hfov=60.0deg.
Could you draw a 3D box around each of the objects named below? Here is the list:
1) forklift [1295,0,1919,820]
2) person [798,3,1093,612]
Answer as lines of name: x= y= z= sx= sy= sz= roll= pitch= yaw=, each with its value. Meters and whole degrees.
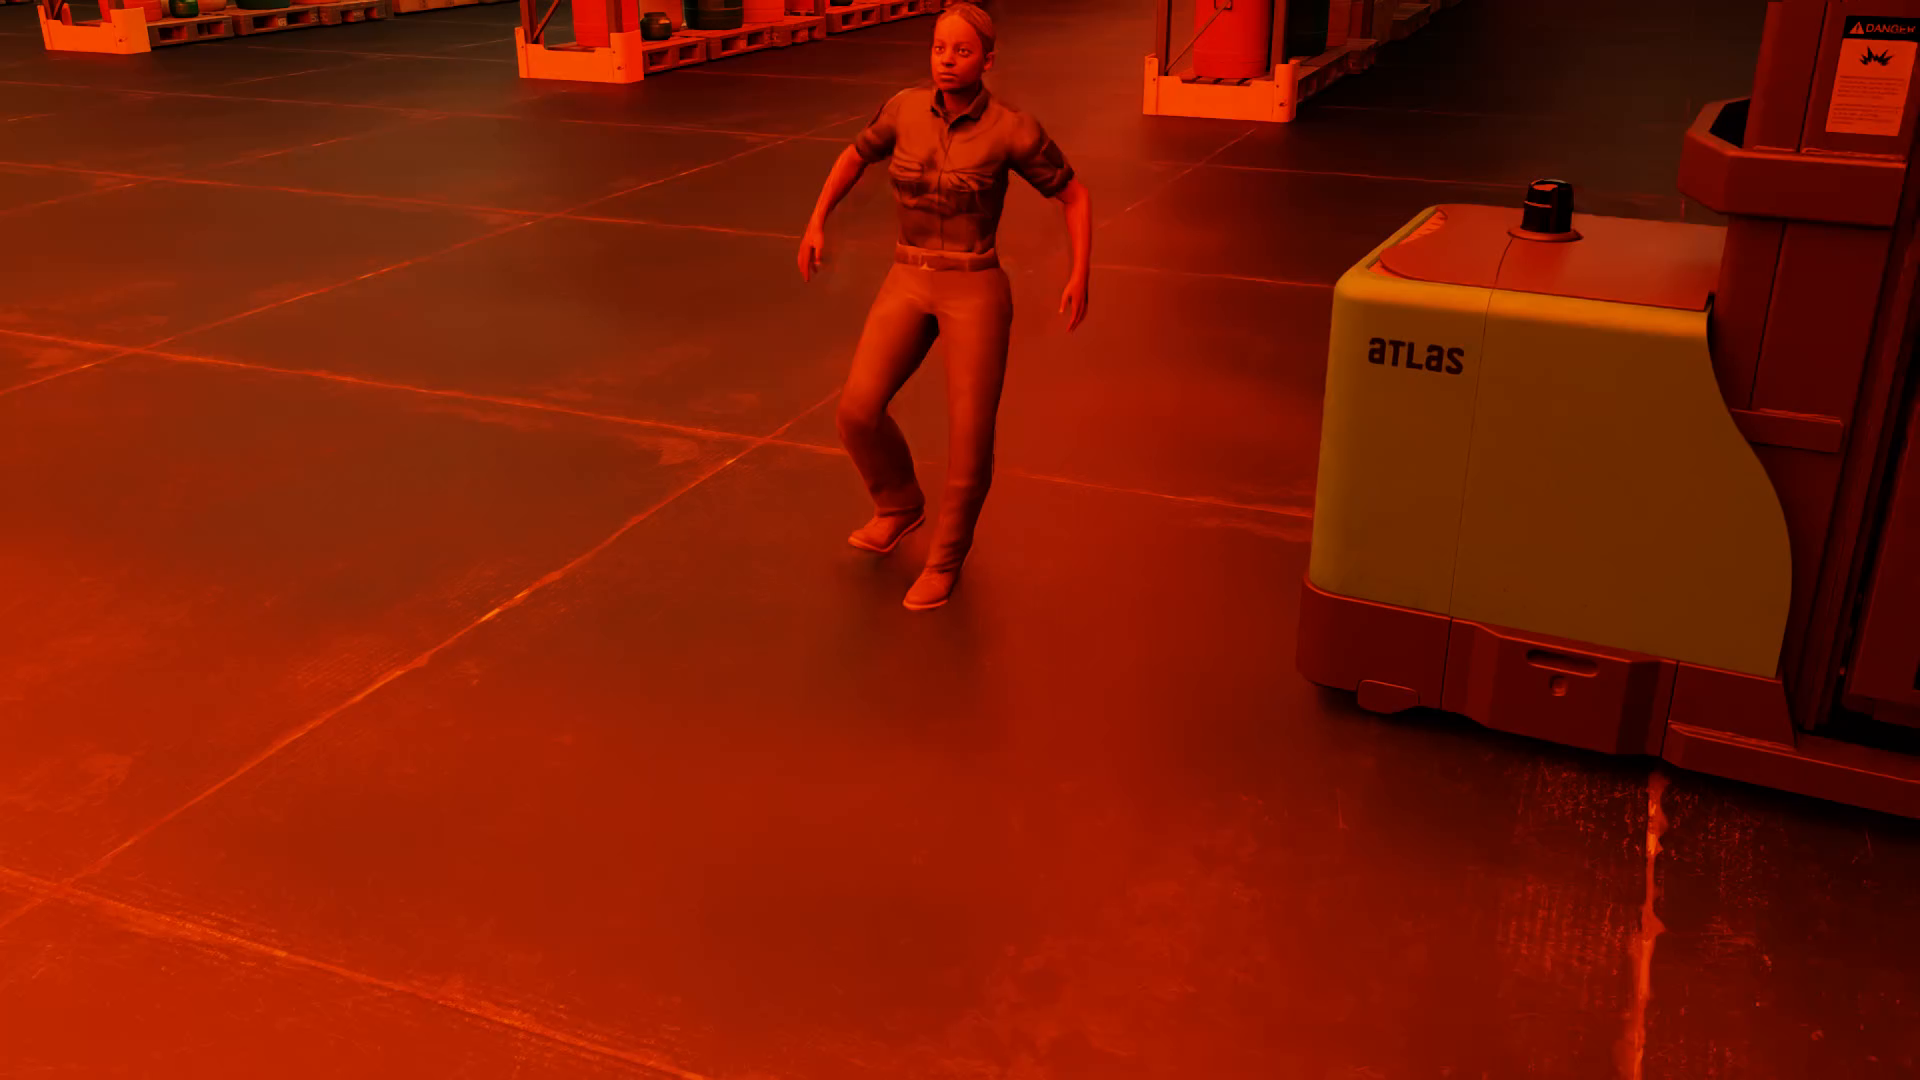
forklift: x=2.387 y=-0.862 z=3.356 sx=3.031 sy=2.935 sz=1.130 roll=11 pitch=25 yaw=25
person: x=-0.074 y=-0.636 z=4.602 sx=0.824 sy=1.607 sz=0.615 roll=9 pitch=24 yaw=21
